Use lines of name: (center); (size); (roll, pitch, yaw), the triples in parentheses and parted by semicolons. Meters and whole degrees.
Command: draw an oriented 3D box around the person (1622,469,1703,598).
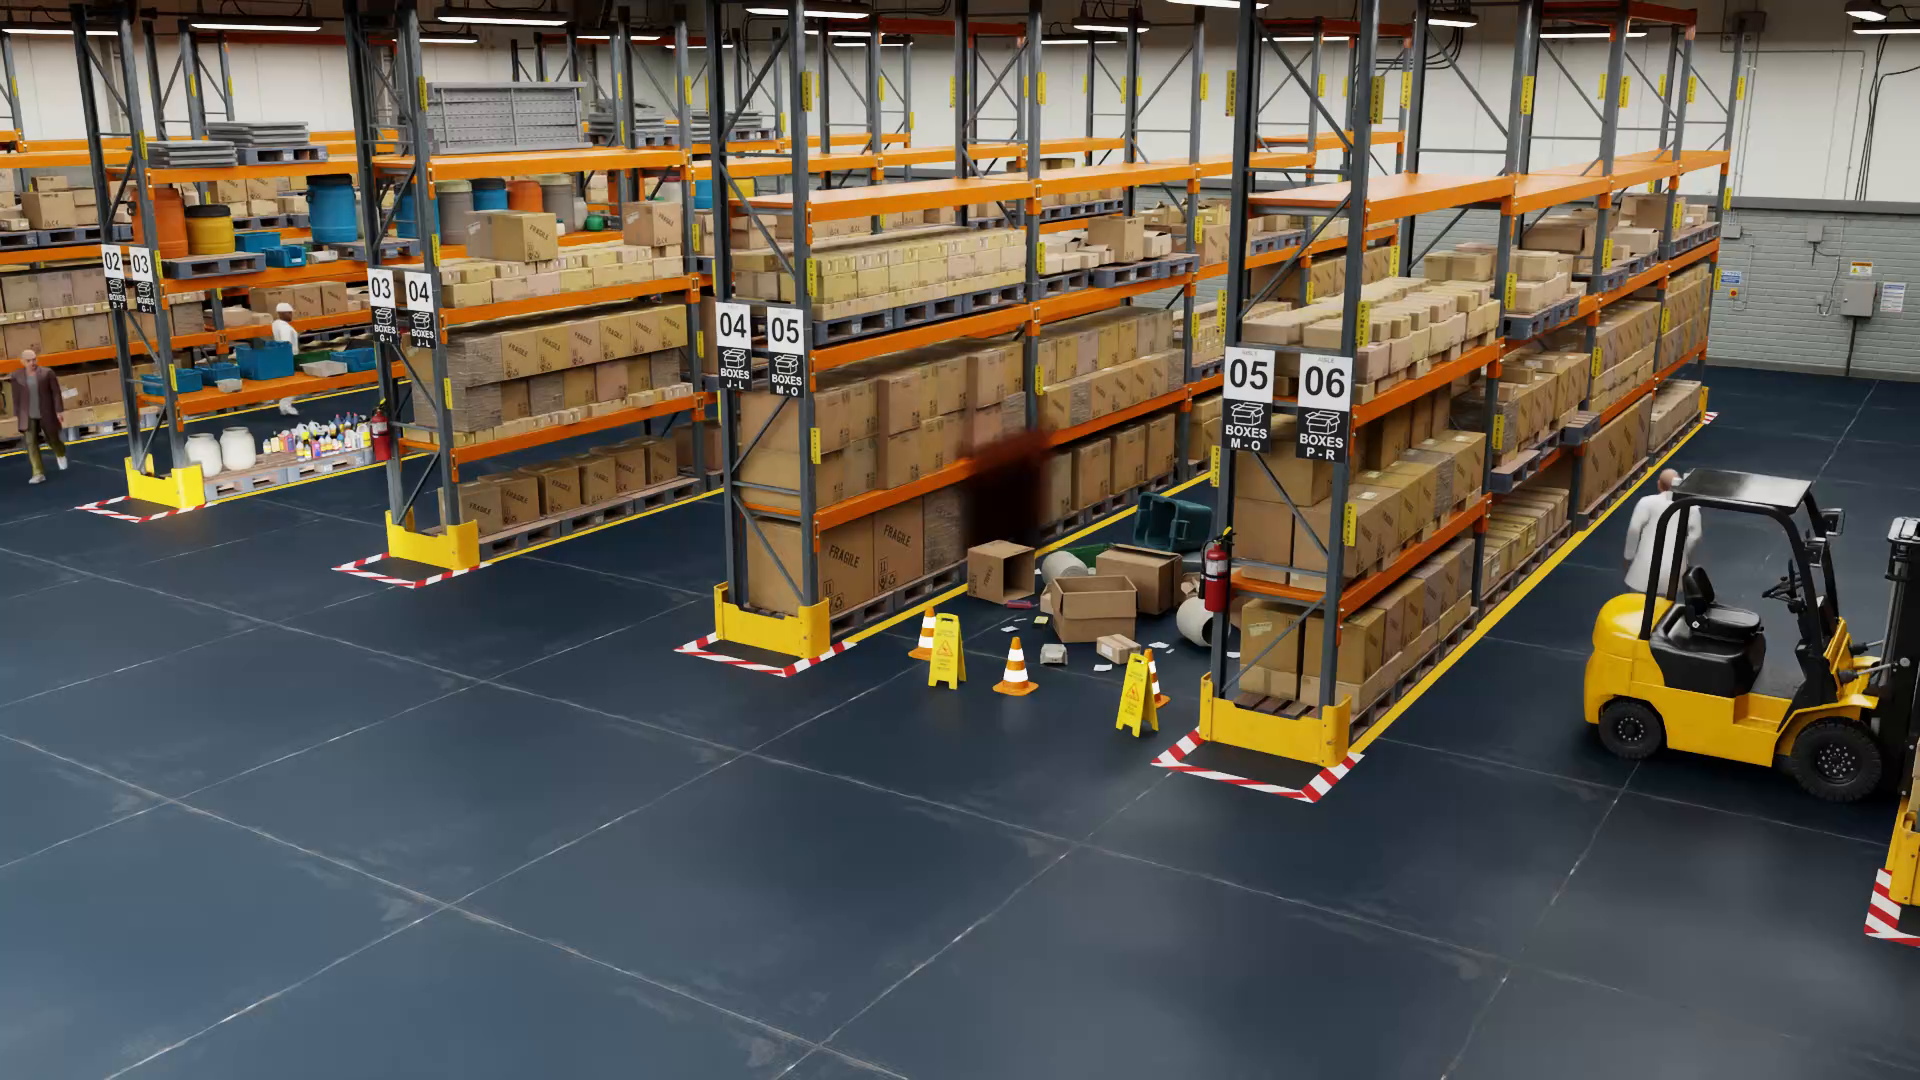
person: (6.402, 0.331, 15.196); (0.659, 1.535, 0.731); (4, 16, 14)

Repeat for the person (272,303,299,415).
person: (-10.580, -2.837, 26.070); (0.694, 1.742, 0.492); (14, 21, 41)

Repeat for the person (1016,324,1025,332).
person: (0.874, -2.344, 24.534); (0.463, 1.672, 0.483); (-7, 17, -25)

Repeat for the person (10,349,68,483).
person: (-12.151, -1.674, 21.958); (0.593, 1.740, 0.970); (-4, 16, -15)
